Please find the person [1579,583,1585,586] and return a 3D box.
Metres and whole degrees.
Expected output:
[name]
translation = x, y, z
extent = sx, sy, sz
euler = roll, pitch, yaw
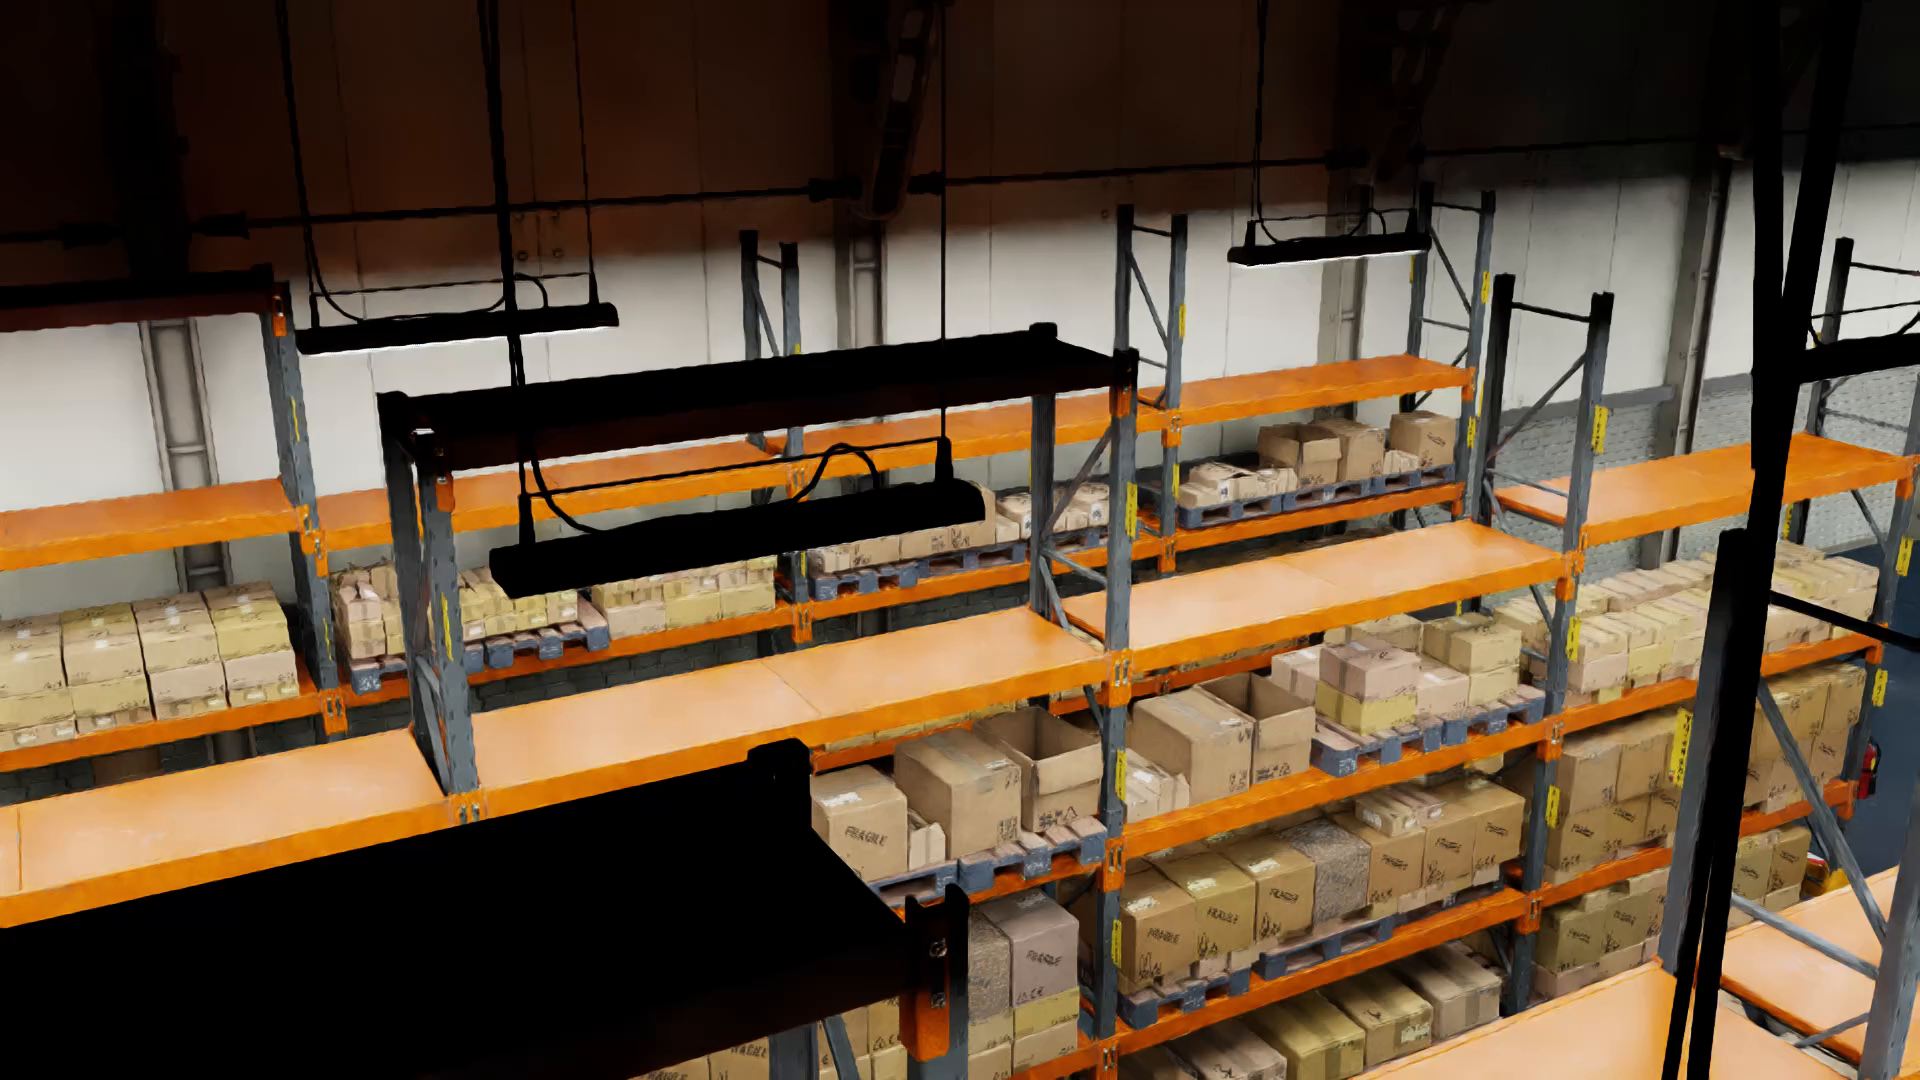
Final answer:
[person]
translation = 6.789, 1.275, 18.866
extent = 0.721, 1.739, 0.570
euler = 11, 21, 30
